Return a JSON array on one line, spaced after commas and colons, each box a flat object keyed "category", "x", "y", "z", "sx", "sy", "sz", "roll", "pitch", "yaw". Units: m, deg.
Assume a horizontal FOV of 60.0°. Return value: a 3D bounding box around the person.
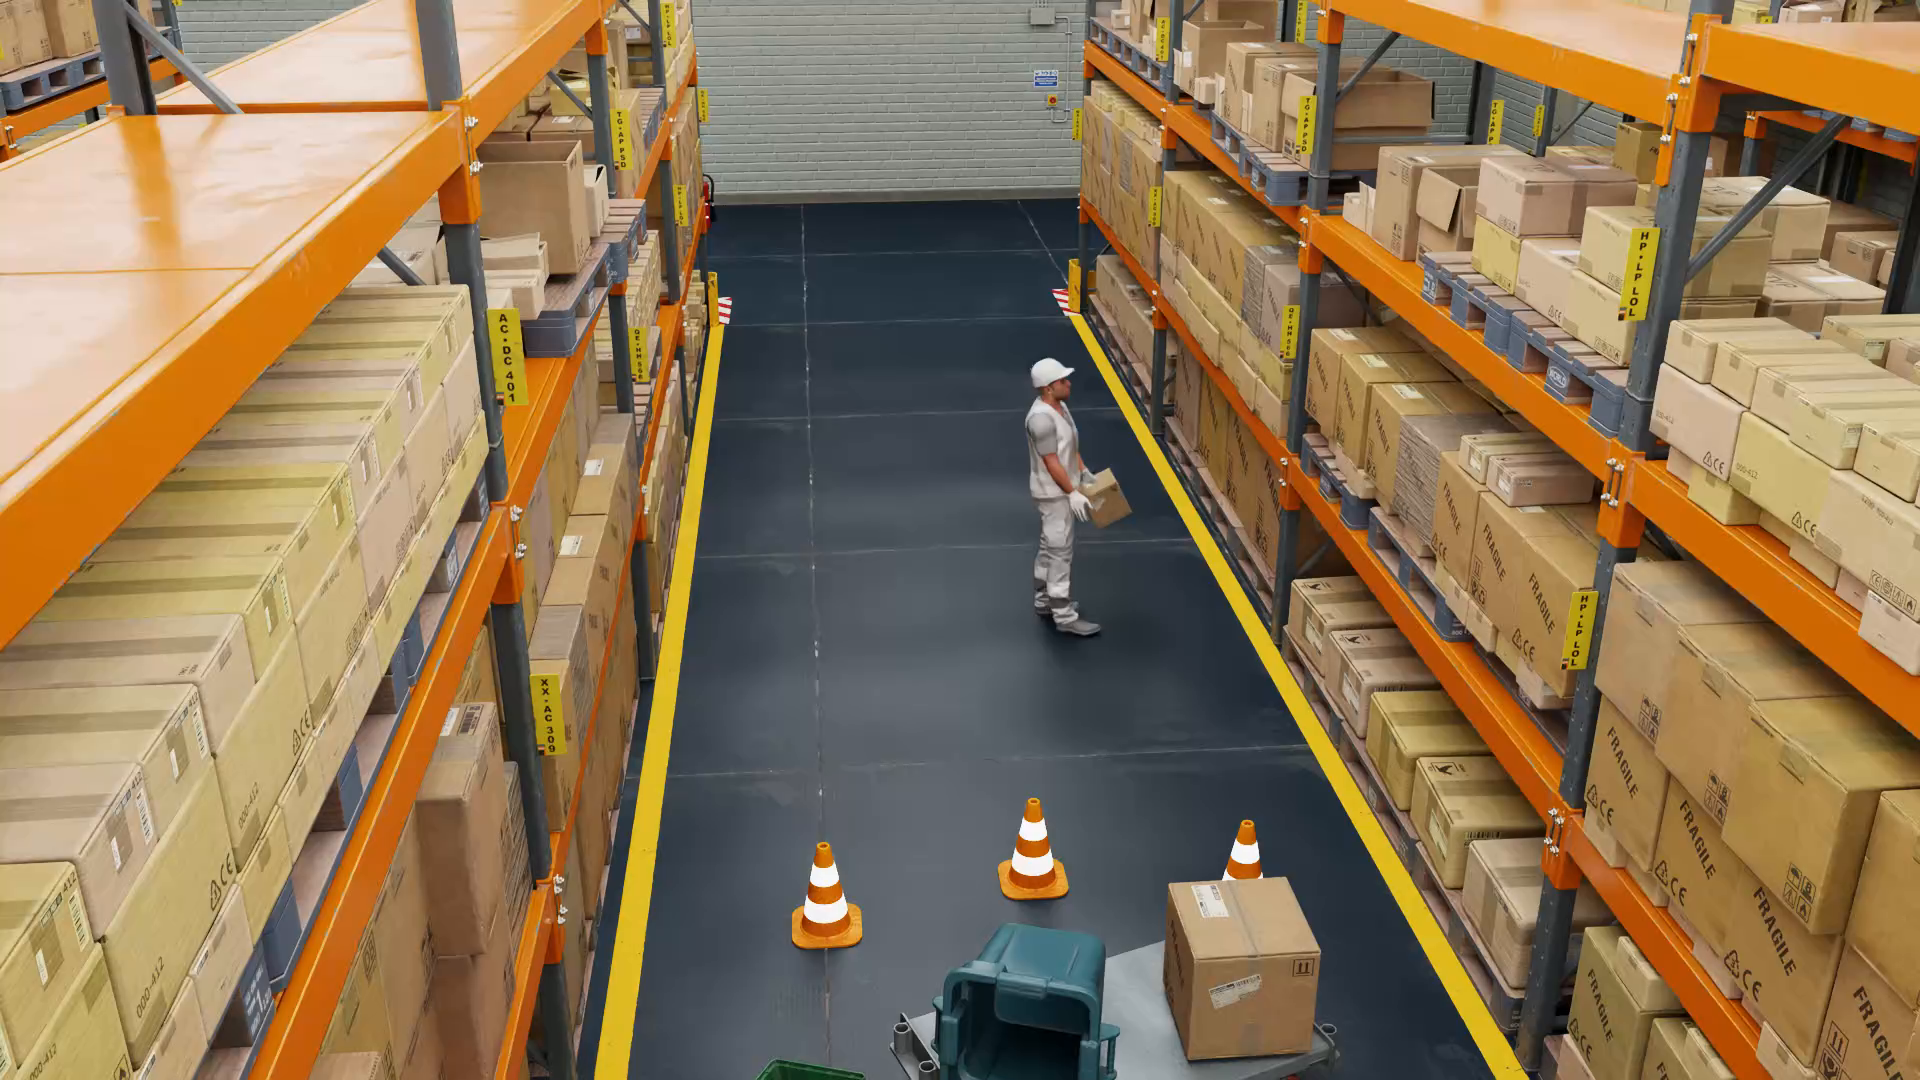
[{"category": "person", "x": 0.665, "y": -0.247, "z": 10.637, "sx": 0.644, "sy": 1.790, "sz": 0.657, "roll": 14, "pitch": 27, "yaw": 30}]
